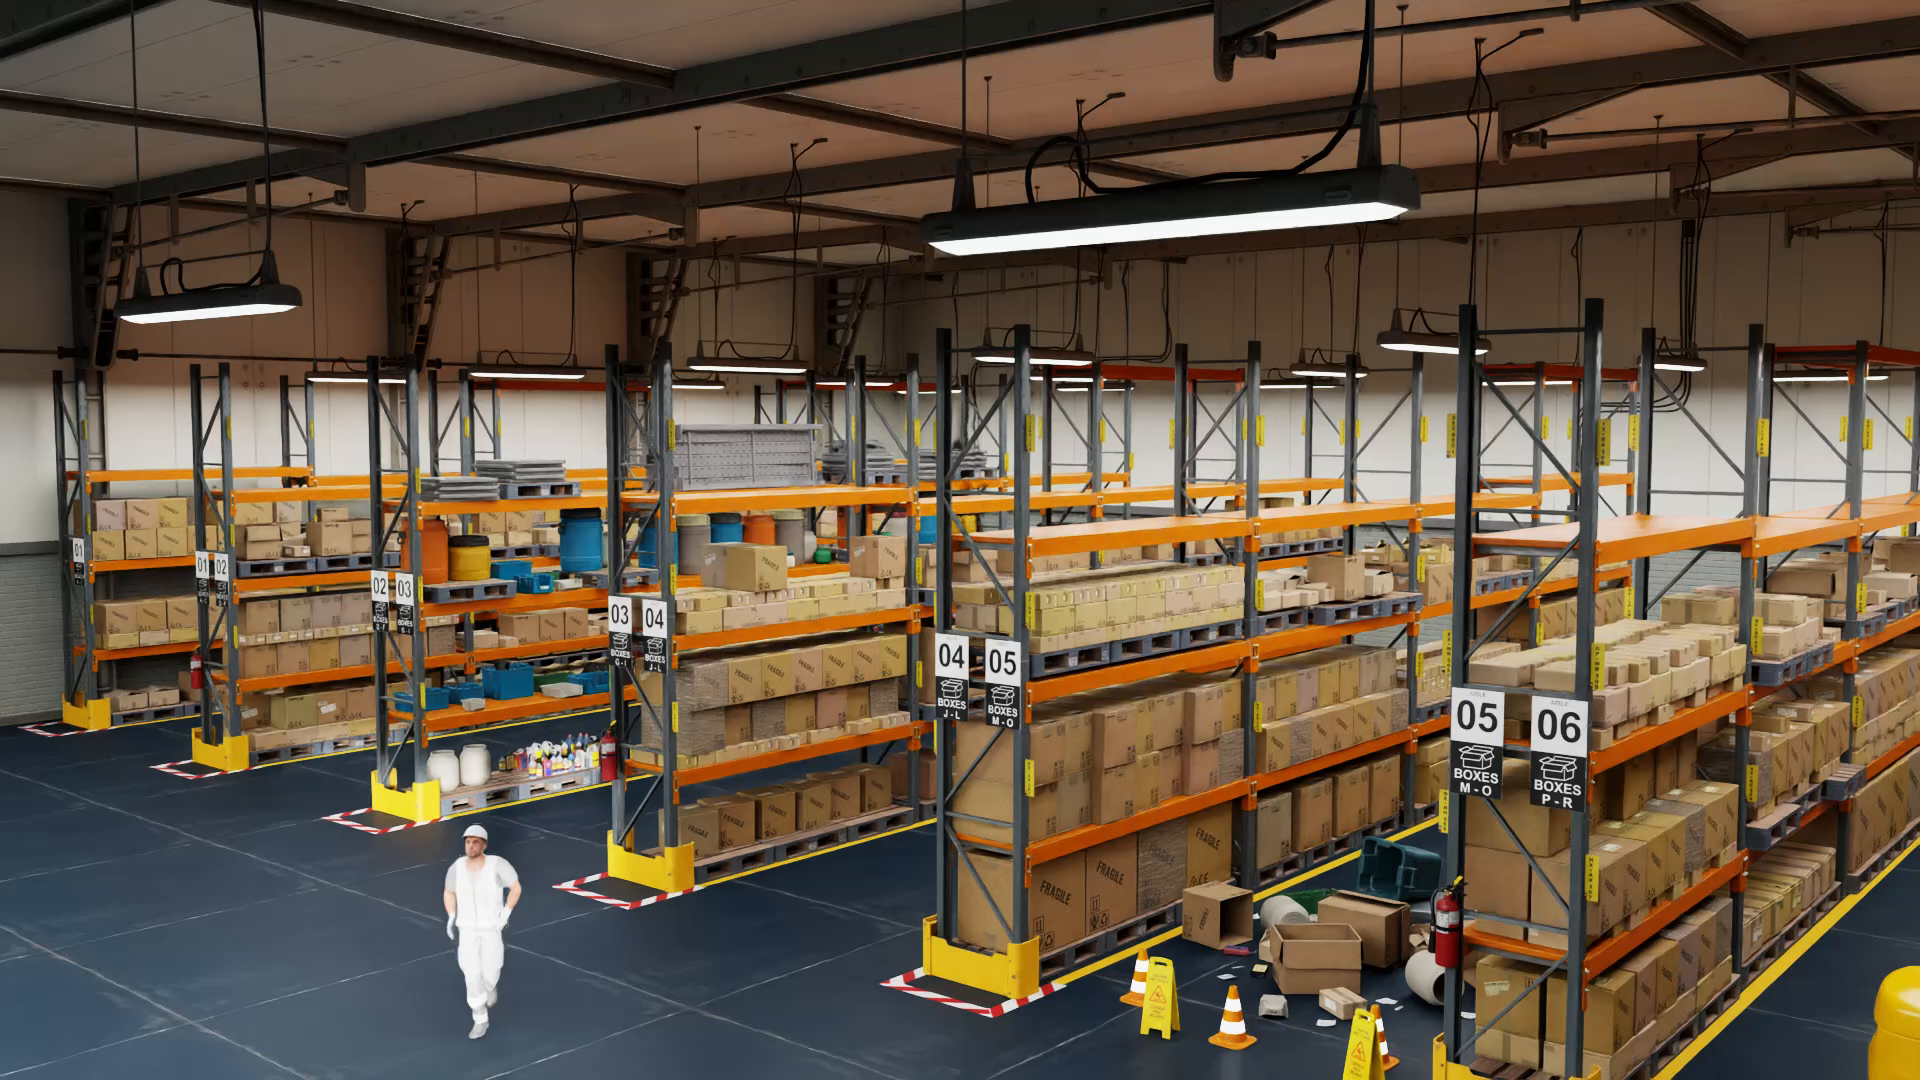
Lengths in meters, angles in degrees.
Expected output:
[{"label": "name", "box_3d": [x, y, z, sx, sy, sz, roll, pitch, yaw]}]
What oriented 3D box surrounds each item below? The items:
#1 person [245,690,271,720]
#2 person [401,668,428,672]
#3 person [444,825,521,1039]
[{"label": "person", "box_3d": [-11.484, 2.330, 26.997, 0.665, 1.806, 0.930, 4, 6, 42]}, {"label": "person", "box_3d": [-9.458, 2.244, 28.963, 0.580, 1.694, 0.855, 3, 5, 37]}, {"label": "person", "box_3d": [-4.061, 3.278, 14.117, 0.651, 1.758, 0.635, 0, 4, -4]}]
